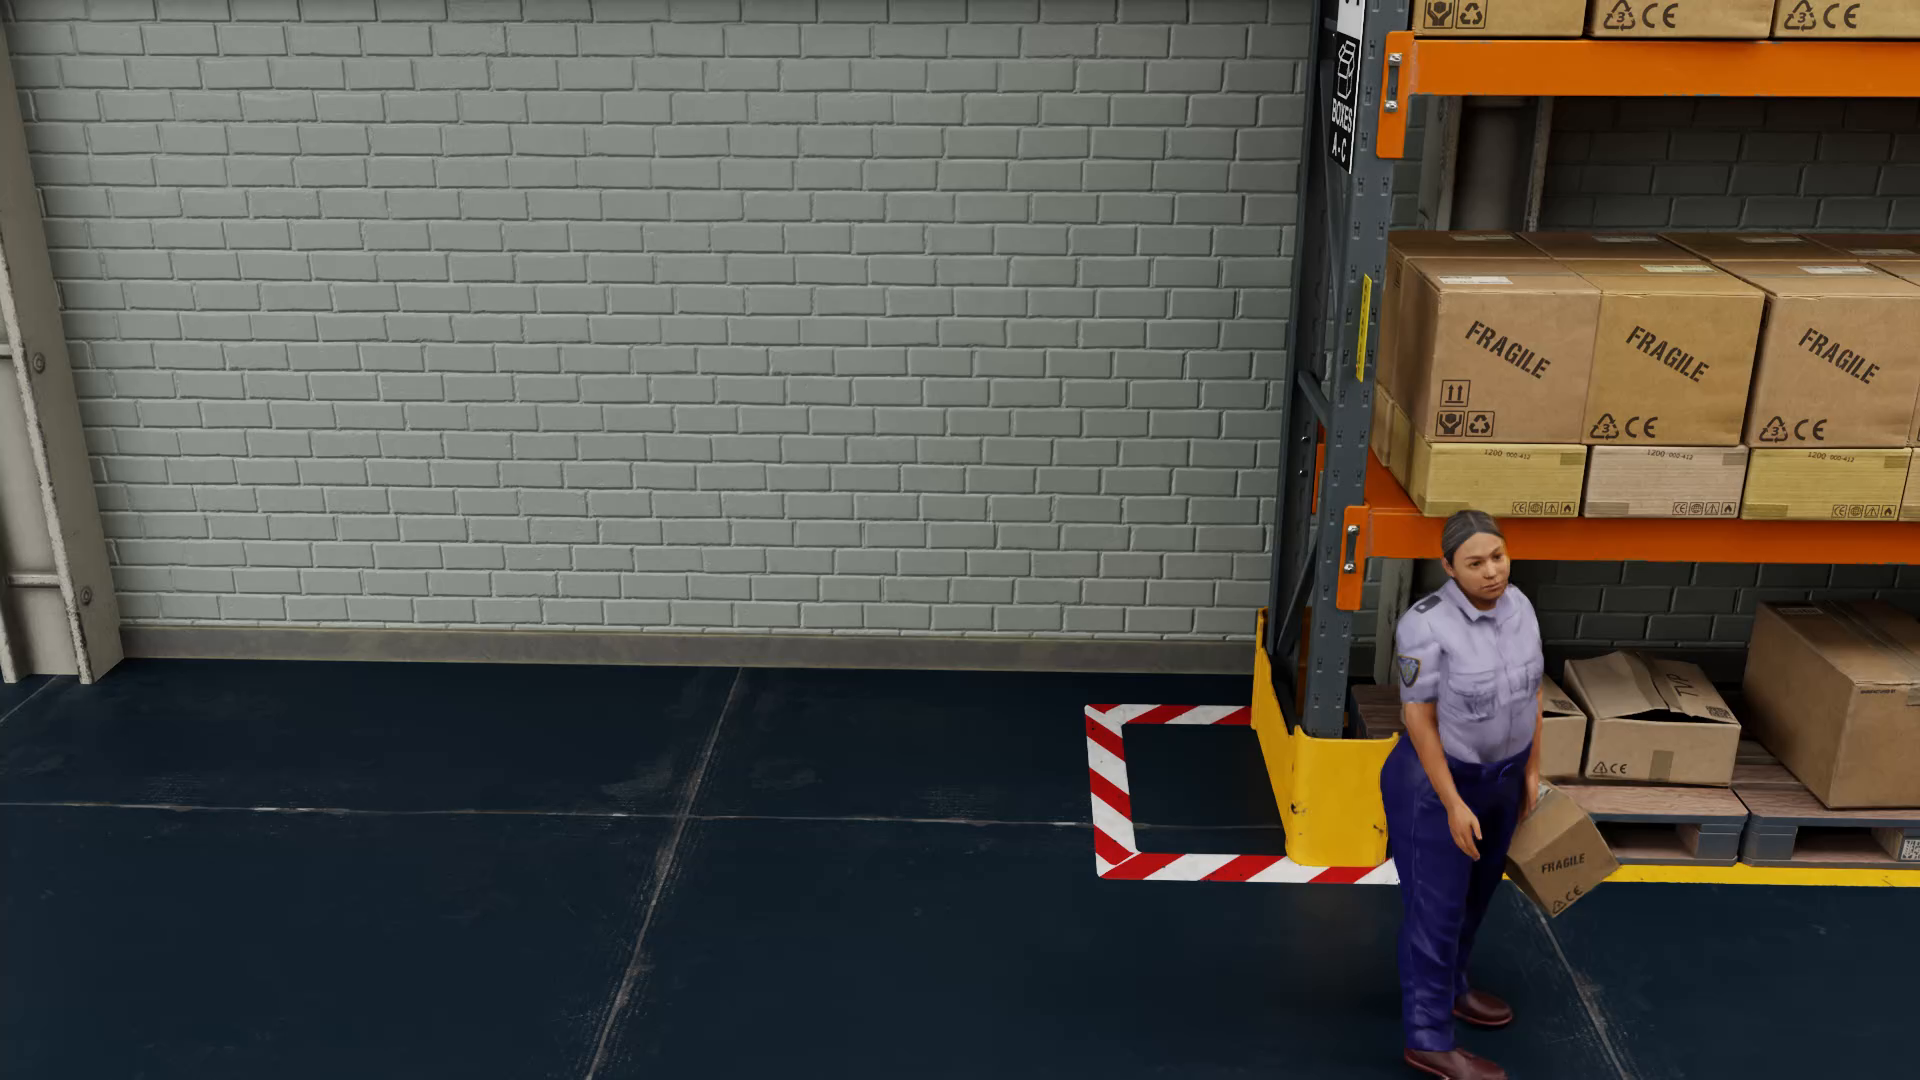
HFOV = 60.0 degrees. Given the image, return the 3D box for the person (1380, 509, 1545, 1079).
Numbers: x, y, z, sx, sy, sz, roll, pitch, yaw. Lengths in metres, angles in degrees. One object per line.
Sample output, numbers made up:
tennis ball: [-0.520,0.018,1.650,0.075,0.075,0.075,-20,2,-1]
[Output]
person: [1.479,0.728,4.669,0.493,1.640,0.505,-14,25,-33]
